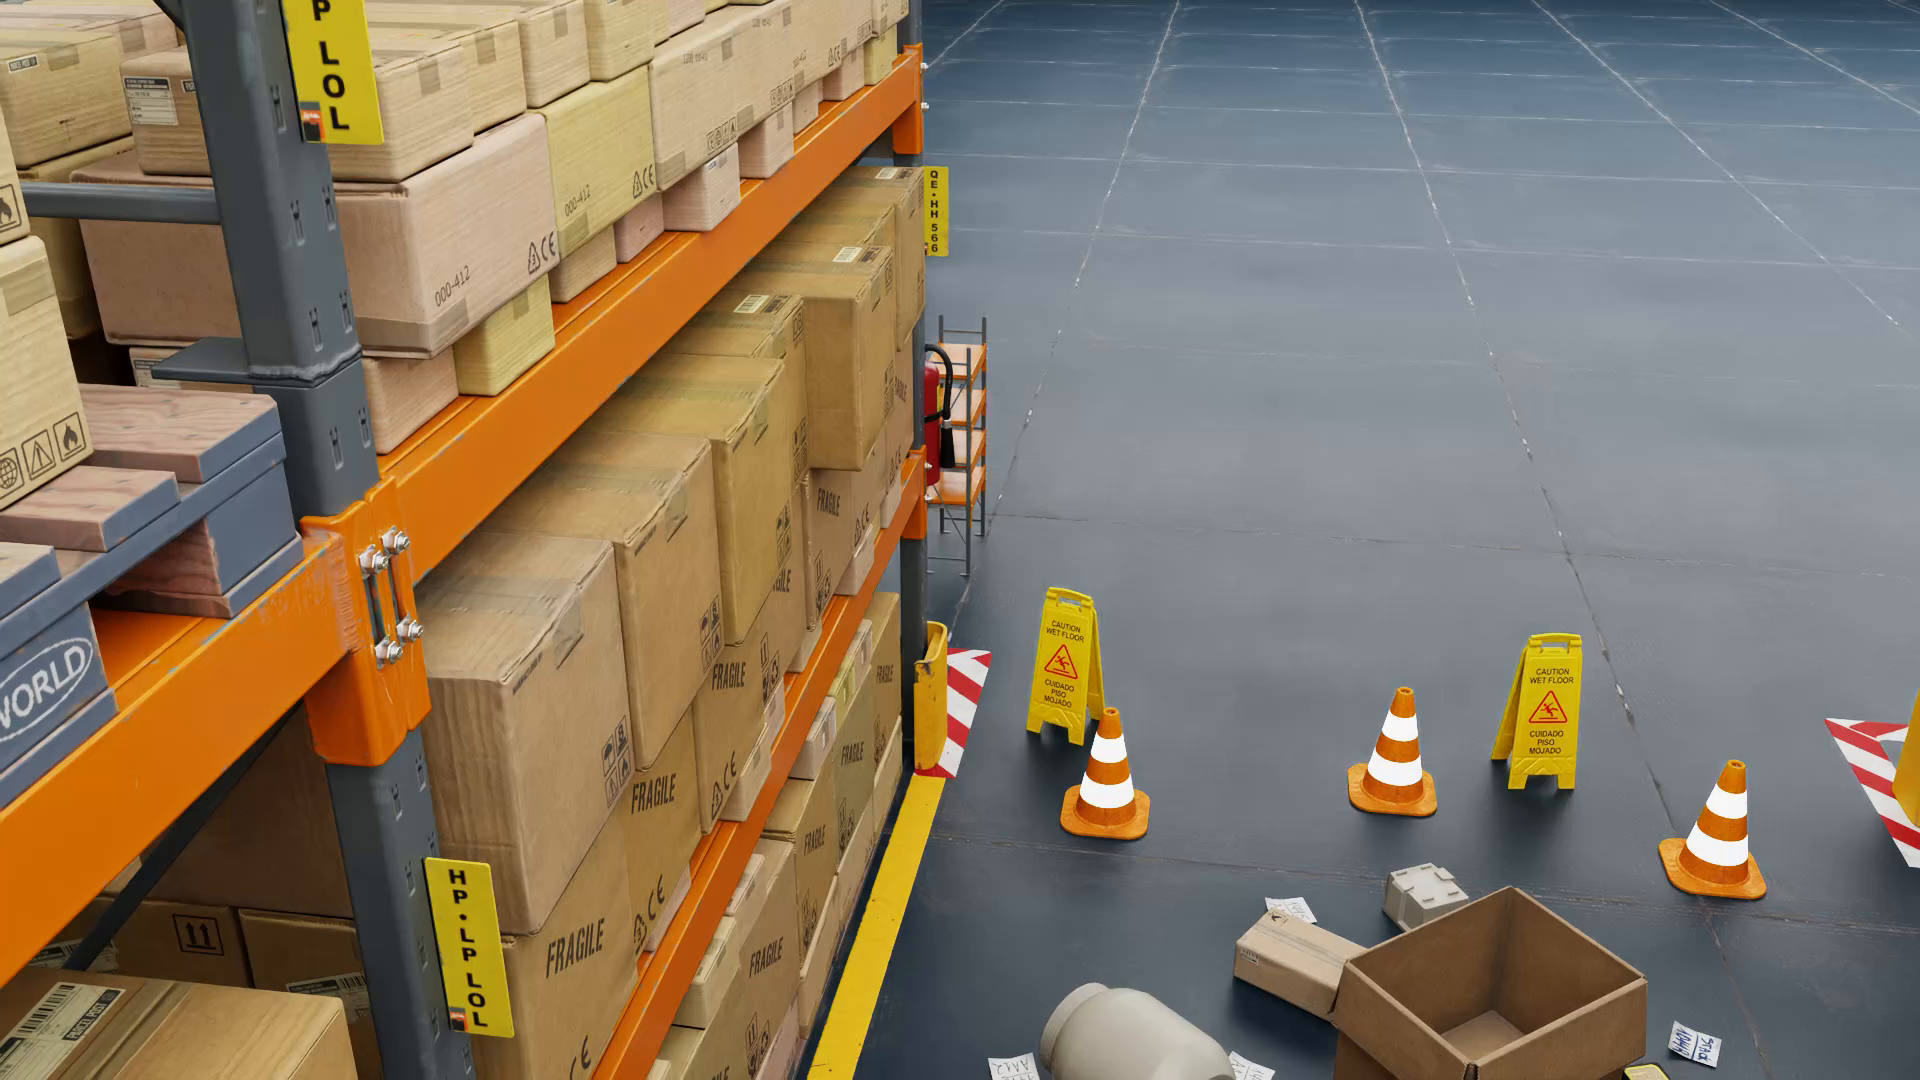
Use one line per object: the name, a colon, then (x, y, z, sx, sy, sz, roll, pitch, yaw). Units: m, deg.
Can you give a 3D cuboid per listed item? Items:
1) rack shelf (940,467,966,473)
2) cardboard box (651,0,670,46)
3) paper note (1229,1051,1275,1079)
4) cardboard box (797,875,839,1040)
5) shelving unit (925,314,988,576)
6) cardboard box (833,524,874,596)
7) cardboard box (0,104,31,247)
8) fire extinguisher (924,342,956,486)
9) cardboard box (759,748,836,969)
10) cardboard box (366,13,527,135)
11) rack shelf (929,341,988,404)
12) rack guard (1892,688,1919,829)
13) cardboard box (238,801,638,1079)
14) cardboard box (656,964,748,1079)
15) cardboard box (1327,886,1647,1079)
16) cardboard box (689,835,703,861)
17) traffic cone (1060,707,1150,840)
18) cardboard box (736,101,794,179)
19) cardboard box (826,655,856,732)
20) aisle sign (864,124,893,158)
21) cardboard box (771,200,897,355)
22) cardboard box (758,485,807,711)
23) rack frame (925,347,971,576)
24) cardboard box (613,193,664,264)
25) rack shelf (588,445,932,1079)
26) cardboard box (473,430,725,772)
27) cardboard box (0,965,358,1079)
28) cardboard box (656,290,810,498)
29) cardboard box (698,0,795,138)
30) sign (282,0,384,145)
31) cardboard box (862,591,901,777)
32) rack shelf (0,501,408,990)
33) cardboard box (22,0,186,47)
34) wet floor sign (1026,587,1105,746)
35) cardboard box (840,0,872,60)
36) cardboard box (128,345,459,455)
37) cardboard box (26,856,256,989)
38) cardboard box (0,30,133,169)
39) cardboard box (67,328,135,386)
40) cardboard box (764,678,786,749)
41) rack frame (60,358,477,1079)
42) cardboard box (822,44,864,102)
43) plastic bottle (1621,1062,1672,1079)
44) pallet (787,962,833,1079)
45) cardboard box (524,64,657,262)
rack shelf: (-0.027, -0.439, 8.364, 0.199, 0.029, 0.442, 4, 25, 9)
cardboard box: (-0.790, -1.043, 3.256, 0.380, 0.149, 0.250, 3, 25, 7)
paper note: (0.887, 1.663, 5.174, 0.148, 0.019, 0.142, 13, 28, 26)
cardboard box: (-0.675, 1.283, 5.220, 0.500, 0.250, 0.500, 3, 25, 7)
shelving unit: (-0.027, -0.474, 8.348, 0.258, 1.200, 0.503, 4, 25, 9)
cardboard box: (-0.493, 0.050, 5.402, 0.380, 0.149, 0.250, 4, 25, 9)
cardboard box: (-1.259, -0.348, 1.508, 0.500, 0.250, 0.500, 5, 25, 10)
fire extinguisher: (-0.163, -0.545, 6.468, 0.296, 0.674, 0.183, 4, 25, 9)
cardboard box: (-0.681, 0.933, 5.082, 0.500, 0.500, 0.500, 3, 25, 7)
cardboard box: (-0.902, -0.717, 2.562, 0.380, 0.149, 0.250, 5, 26, 10)
rack shelf: (-0.027, -0.830, 8.181, 0.258, 0.148, 0.480, 4, 25, 9)
rack guard: (4.268, 0.858, 6.327, 1.175, 0.500, 0.348, 4, 25, 9)
cardboard box: (-0.943, 0.764, 3.111, 0.500, 0.500, 0.500, 4, 25, 8)
cardboard box: (-0.851, 1.371, 4.146, 0.500, 0.500, 0.500, 5, 26, 11)
cardboard box: (1.575, 1.476, 5.003, 0.797, 0.503, 0.637, -14, 29, -27)
cardboard box: (-0.831, 0.675, 4.065, 0.380, 0.149, 0.250, 4, 25, 8)
traffic cone: (0.566, 0.854, 6.381, 0.336, 0.463, 0.334, 4, 25, 9)
cardboard box: (-0.625, -0.995, 4.096, 0.380, 0.149, 0.250, 4, 25, 8)
cardboard box: (-0.548, 0.473, 5.299, 0.380, 0.149, 0.250, 4, 25, 9)
aisle sign: (-0.340, -1.748, 5.879, 0.394, 0.787, 0.004, 4, 25, 9)
cardboard box: (-0.594, -0.758, 5.182, 0.700, 0.500, 0.500, 4, 25, 9)
cardboard box: (-0.726, 0.130, 4.465, 0.500, 0.500, 0.500, 4, 25, 9)
rack frame: (-0.067, -0.372, 8.130, 0.240, 1.200, 0.015, 4, 25, 9)
cardboard box: (-0.833, -0.680, 3.422, 0.380, 0.149, 0.250, 3, 25, 7)
rack shelf: (-0.963, 0.598, 4.783, 1.077, 0.370, 4.000, 4, 25, 9)
cardboard box: (-0.899, 0.094, 3.362, 0.700, 0.500, 0.500, 4, 25, 9)
cardboard box: (-1.139, 0.947, 2.224, 0.500, 0.500, 0.500, 4, 25, 8)
cardboard box: (-0.794, -0.338, 4.286, 0.700, 0.500, 0.500, 4, 25, 8)
cardboard box: (-0.697, -1.118, 3.889, 0.500, 0.250, 0.500, 4, 25, 9)
sign: (-0.741, -0.626, 1.936, 0.100, 0.325, 0.005, 4, 25, 9)
cardboard box: (-0.510, 0.504, 5.998, 0.500, 0.500, 0.500, 4, 25, 9)
rack shelf: (-1.616, 0.912, 0.573, 1.077, 0.370, 4.000, 4, 25, 9)
cardboard box: (-1.356, -0.862, 2.871, 0.380, 0.149, 0.250, 5, 25, 10)
wet floor sign: (0.451, 0.496, 6.928, 0.267, 0.644, 0.232, 13, 28, 26)
cardboard box: (-0.550, -1.548, 4.806, 0.500, 0.250, 0.500, 4, 25, 8)
cardboard box: (-0.994, -0.251, 2.506, 0.380, 0.149, 0.250, 4, 25, 8)
cardboard box: (-1.462, 0.725, 3.193, 0.500, 0.500, 0.500, 3, 25, 7)
cardboard box: (-1.453, -0.645, 2.408, 0.380, 0.149, 0.250, 5, 25, 10)
cardboard box: (-1.539, -0.290, 2.589, 0.380, 0.149, 0.250, 4, 25, 9)
cardboard box: (-0.690, 0.471, 4.502, 0.380, 0.149, 0.250, 4, 25, 8)
rack frame: (-1.290, 1.108, 2.844, 1.000, 3.000, 0.127, 4, 25, 9)
cardboard box: (-0.504, -1.426, 5.015, 0.380, 0.149, 0.250, 5, 26, 10)
plastic bottle: (2.128, 1.705, 5.035, 0.133, 0.061, 0.283, -5, 25, -10)
pallet: (-1.018, 1.576, 5.134, 1.003, 0.211, 1.213, 4, 25, 9)
cardboard box: (-0.872, -0.698, 2.991, 0.500, 0.250, 0.500, 4, 25, 8)
